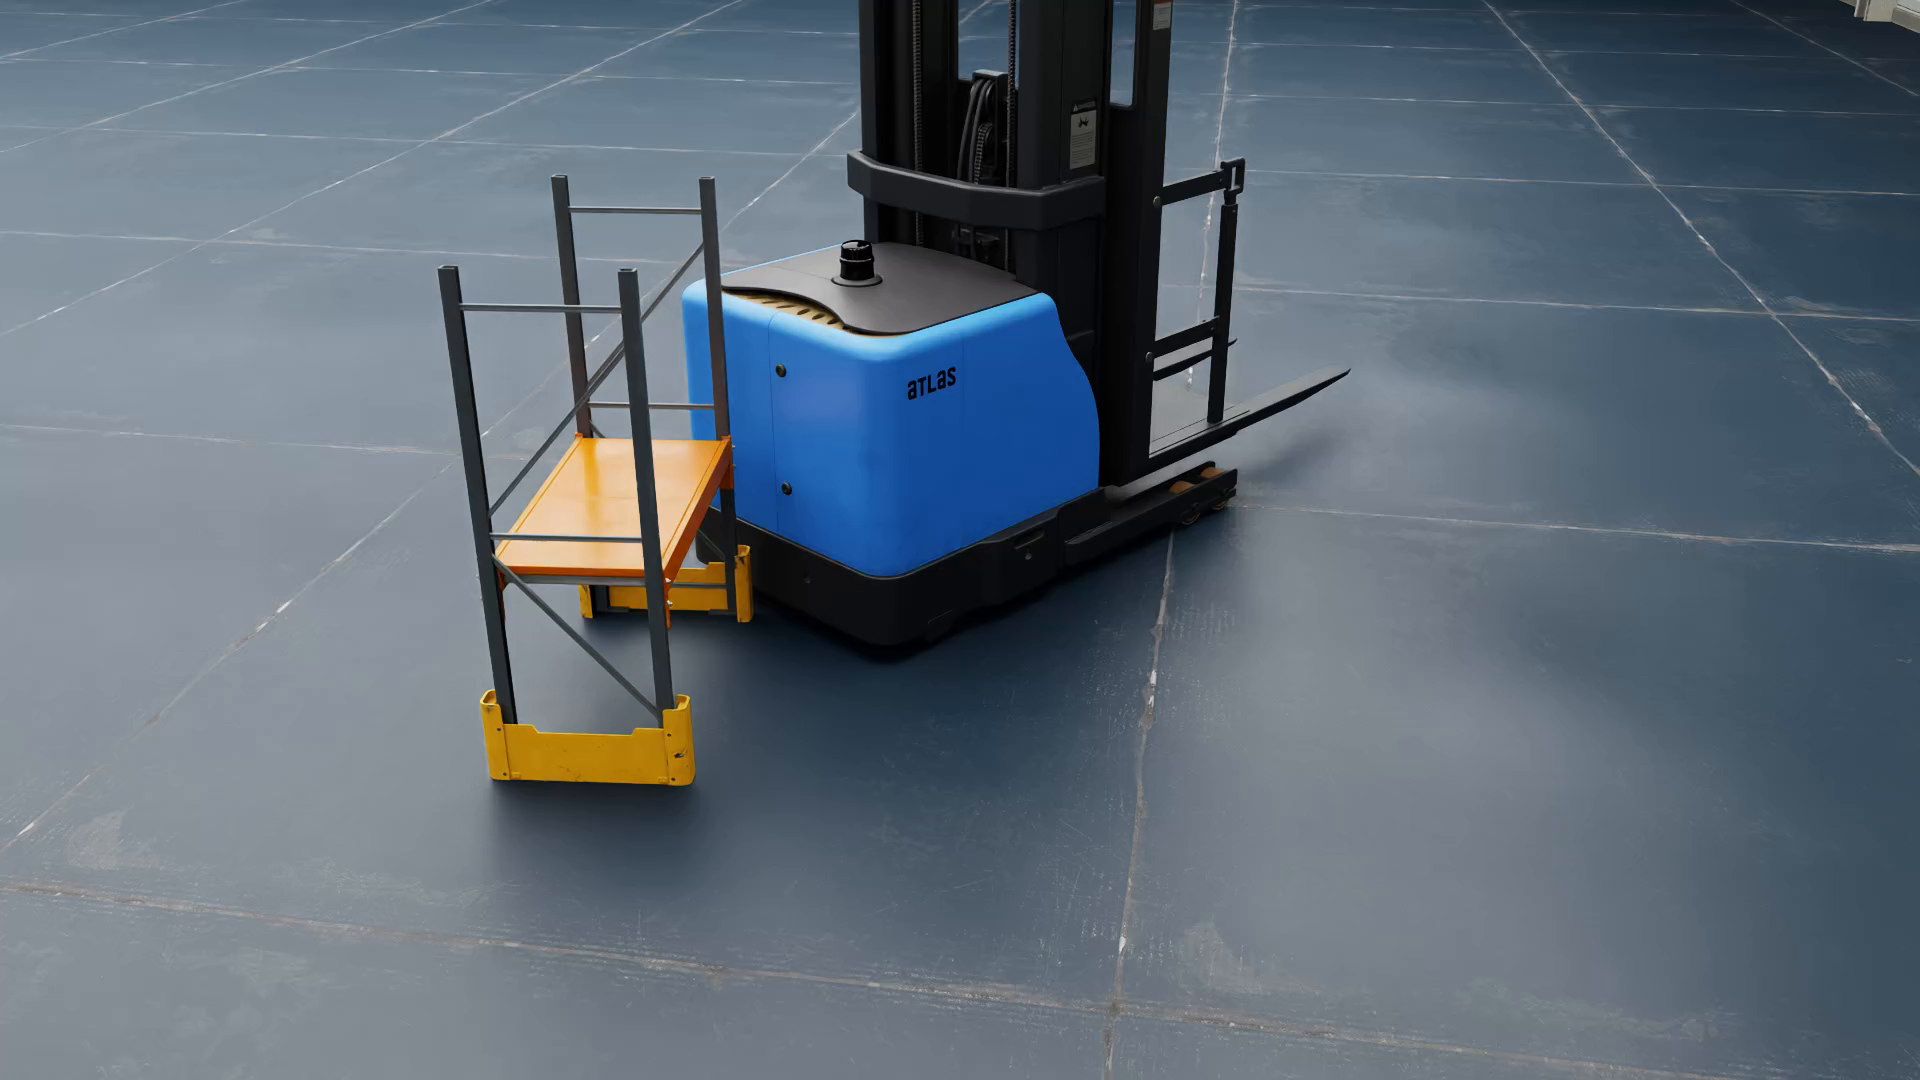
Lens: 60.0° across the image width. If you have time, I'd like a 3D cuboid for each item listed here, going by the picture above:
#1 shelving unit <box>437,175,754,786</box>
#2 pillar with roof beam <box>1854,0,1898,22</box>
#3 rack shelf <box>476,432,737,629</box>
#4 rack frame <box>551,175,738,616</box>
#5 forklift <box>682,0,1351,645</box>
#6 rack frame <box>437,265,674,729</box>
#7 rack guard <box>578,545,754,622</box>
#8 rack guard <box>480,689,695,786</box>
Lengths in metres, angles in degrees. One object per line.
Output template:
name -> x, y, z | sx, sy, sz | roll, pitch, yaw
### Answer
shelving unit -> -1.031, -0.213, 4.935 | 0.587, 1.500, 1.083 | 1, 25, 3
pillar with roof beam -> 6.144, -10.301, 17.641 | 9.100, 9.000, 0.400 | 4, 25, 9
rack shelf -> -1.030, -0.054, 5.020 | 0.538, 0.185, 1.000 | 1, 25, 3
rack frame -> -1.001, -0.432, 5.403 | 0.500, 1.500, 0.032 | 1, 25, 3
forklift -> 0.438, -1.520, 6.040 | 1.130, 2.935, 3.031 | 22, 33, 39
rack frame -> -1.059, -0.001, 4.484 | 0.500, 1.500, 0.032 | 1, 25, 3
rack guard -> -1.002, 0.143, 5.651 | 0.587, 0.250, 0.087 | 1, 25, 3
rack guard -> -1.059, 0.564, 4.750 | 0.587, 0.250, 0.087 | 1, 25, 3
